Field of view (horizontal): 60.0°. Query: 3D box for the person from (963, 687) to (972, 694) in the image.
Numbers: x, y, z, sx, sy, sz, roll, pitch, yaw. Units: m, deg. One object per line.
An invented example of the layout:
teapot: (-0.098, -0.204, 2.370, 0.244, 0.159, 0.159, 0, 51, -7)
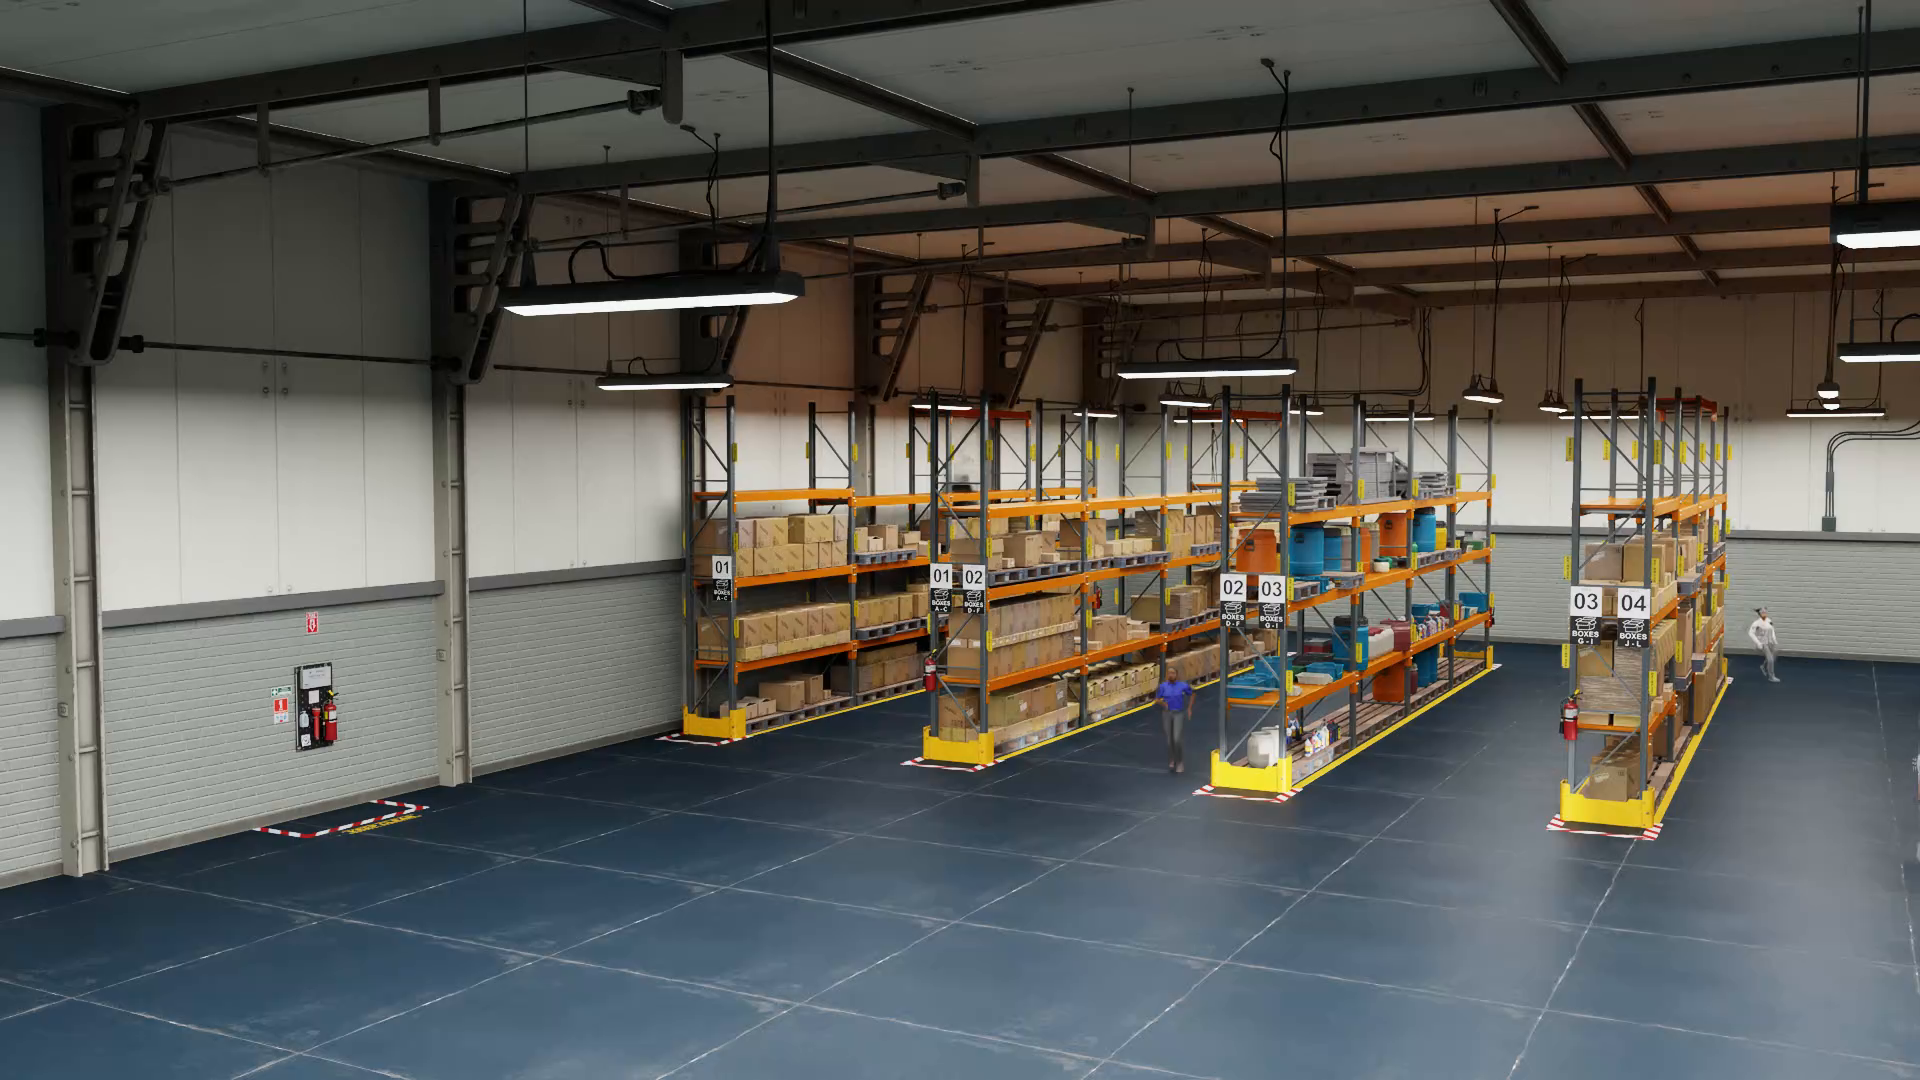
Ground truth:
person: (0.292, 2.482, 31.333, 0.659, 1.742, 0.708, 1, 3, 25)

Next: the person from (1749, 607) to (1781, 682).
person: (17.563, 2.267, 36.397, 0.677, 1.643, 0.643, -1, 3, -12)

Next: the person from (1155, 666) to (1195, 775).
person: (3.334, 2.822, 25.993, 0.585, 1.683, 0.683, 1, 3, 20)
